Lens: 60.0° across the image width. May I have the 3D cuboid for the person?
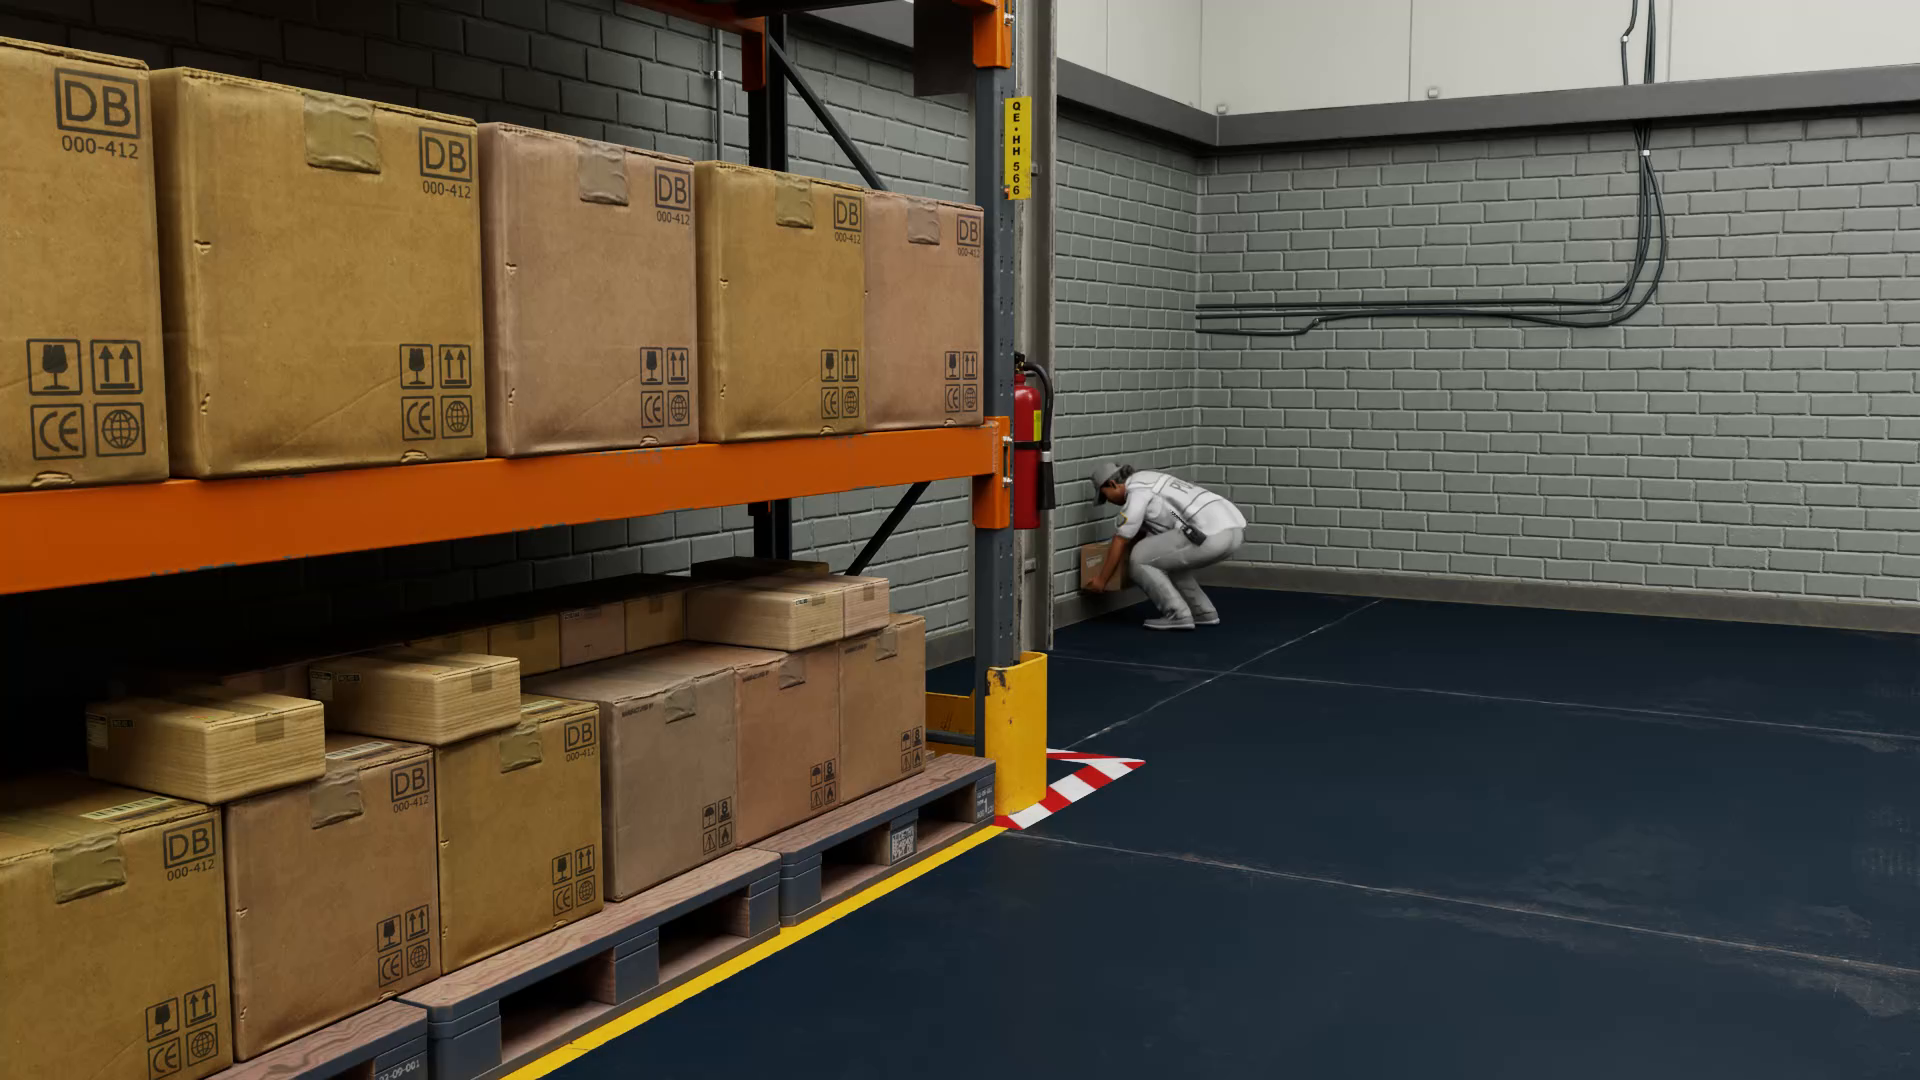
[{"bbox_3d":[1.172,0.032,9.535,0.865,0.943,0.499,3,7,27],"label":"person"}]
